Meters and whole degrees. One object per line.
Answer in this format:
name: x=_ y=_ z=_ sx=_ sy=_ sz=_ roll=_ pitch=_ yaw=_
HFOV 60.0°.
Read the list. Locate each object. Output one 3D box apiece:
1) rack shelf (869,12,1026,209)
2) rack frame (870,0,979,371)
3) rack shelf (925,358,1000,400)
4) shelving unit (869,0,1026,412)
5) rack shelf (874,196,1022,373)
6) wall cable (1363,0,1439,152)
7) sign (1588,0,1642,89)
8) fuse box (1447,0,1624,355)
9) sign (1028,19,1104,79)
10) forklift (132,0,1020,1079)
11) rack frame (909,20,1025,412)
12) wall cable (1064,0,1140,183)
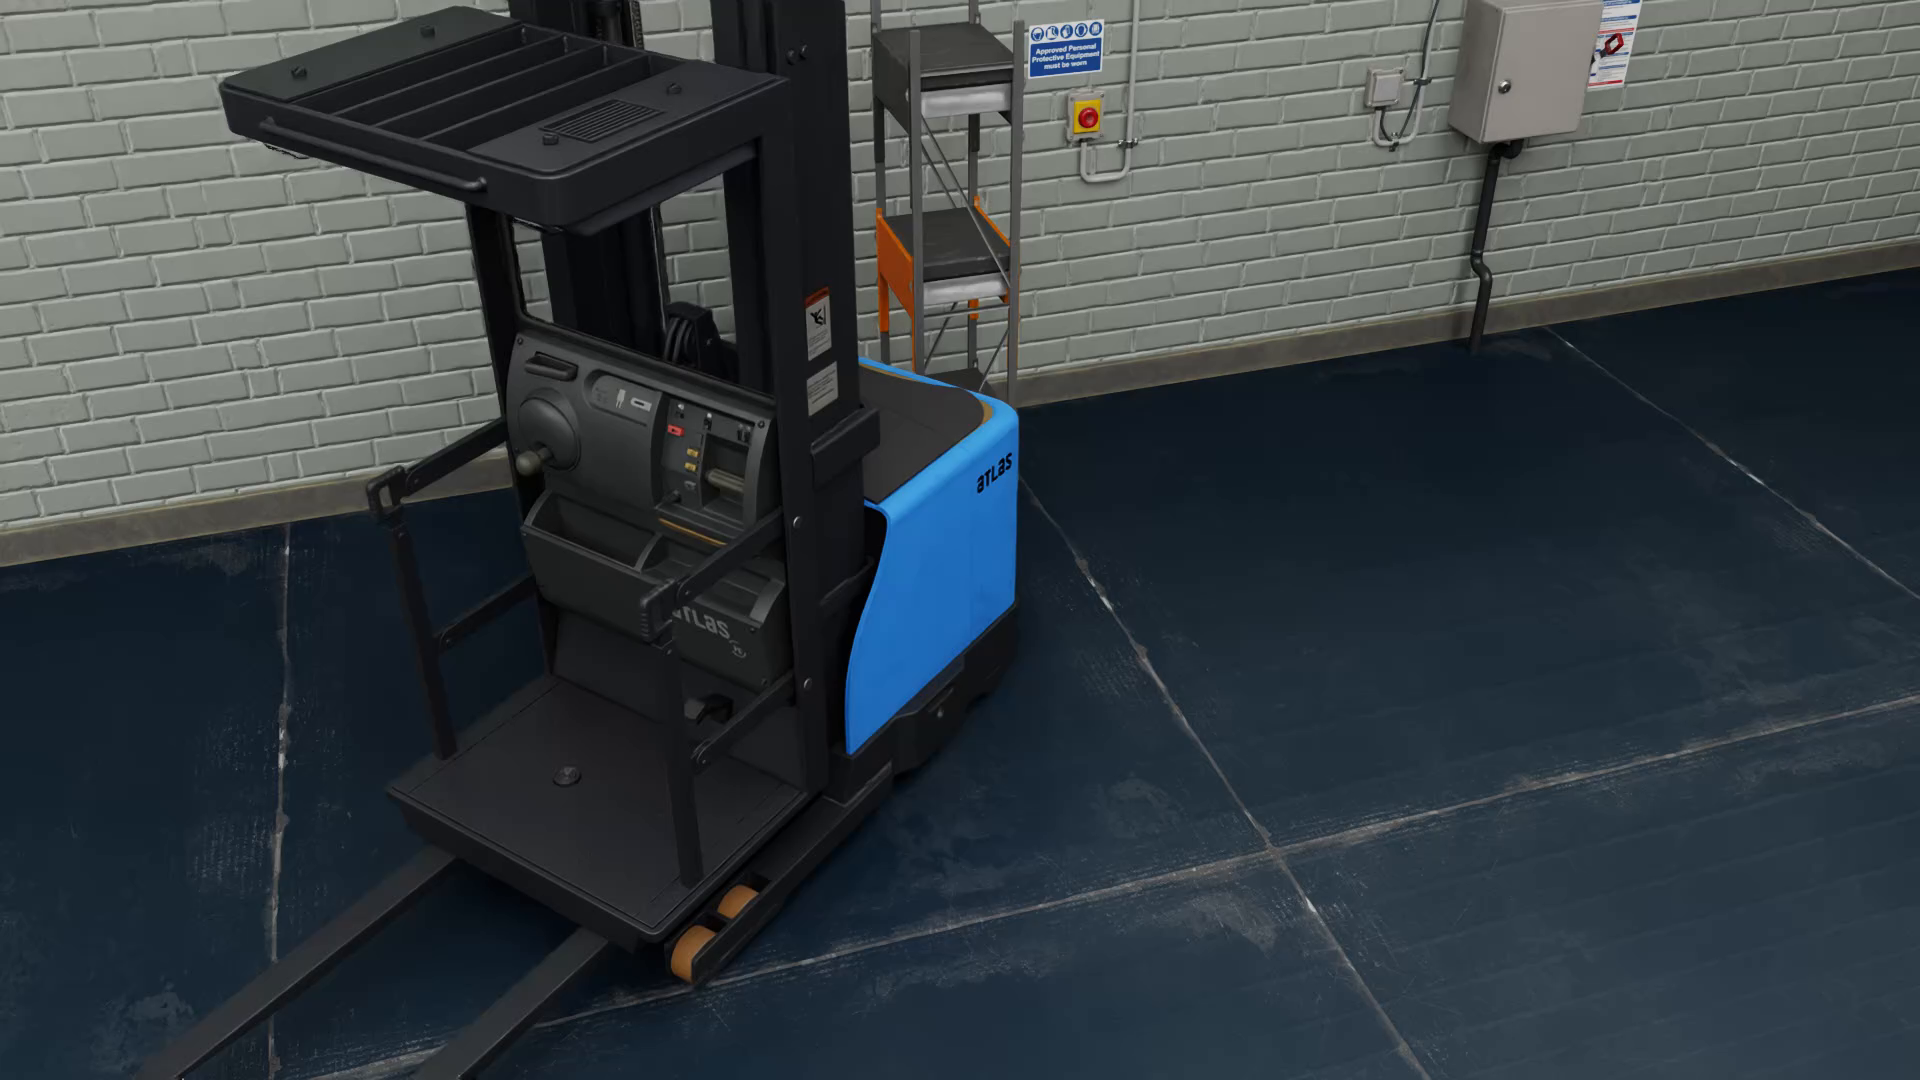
rack shelf: x=-0.050 y=-1.536 z=5.924 sx=0.431 sy=0.518 sz=0.480 roll=-10 pitch=35 yaw=-15
rack frame: x=-0.125 y=-1.091 z=6.497 sx=0.400 sy=2.100 sz=0.015 roll=-10 pitch=35 yaw=-15
rack shelf: x=-0.050 y=-0.368 z=6.696 sx=0.431 sy=0.518 sz=0.480 roll=-10 pitch=35 yaw=-15
shelving unit: x=-0.050 y=-0.963 z=6.303 sx=0.431 sy=2.100 sz=0.503 roll=-10 pitch=35 yaw=-15
rack shelf: x=-0.050 y=-0.952 z=6.310 sx=0.431 sy=0.518 sz=0.480 roll=-10 pitch=35 yaw=-15
wall cable: x=1.848 y=-2.552 z=6.969 sx=0.588 sy=1.984 sz=0.122 roll=-10 pitch=35 yaw=-15
sign: x=2.953 y=-2.312 z=7.614 sx=0.329 sy=0.494 sz=0.001 roll=-10 pitch=35 yaw=-15
fuse box: x=2.546 y=-1.622 z=7.653 sx=0.539 sy=1.711 sz=0.414 roll=-10 pitch=35 yaw=-15
sign: x=0.436 y=-2.020 z=6.841 sx=0.327 sy=0.218 sz=0.001 roll=-10 pitch=35 yaw=-15
forklift: x=-1.017 y=-0.238 z=4.452 sx=1.130 sy=2.935 sz=3.031 roll=20 pitch=38 yaw=27
rack frame: x=0.024 y=-0.835 z=6.109 sx=0.400 sy=2.100 sz=0.015 roll=-10 pitch=35 yaw=-15
wall cable: x=0.501 y=-2.320 z=6.591 sx=0.585 sy=1.953 sz=0.123 roll=-10 pitch=35 yaw=-15
